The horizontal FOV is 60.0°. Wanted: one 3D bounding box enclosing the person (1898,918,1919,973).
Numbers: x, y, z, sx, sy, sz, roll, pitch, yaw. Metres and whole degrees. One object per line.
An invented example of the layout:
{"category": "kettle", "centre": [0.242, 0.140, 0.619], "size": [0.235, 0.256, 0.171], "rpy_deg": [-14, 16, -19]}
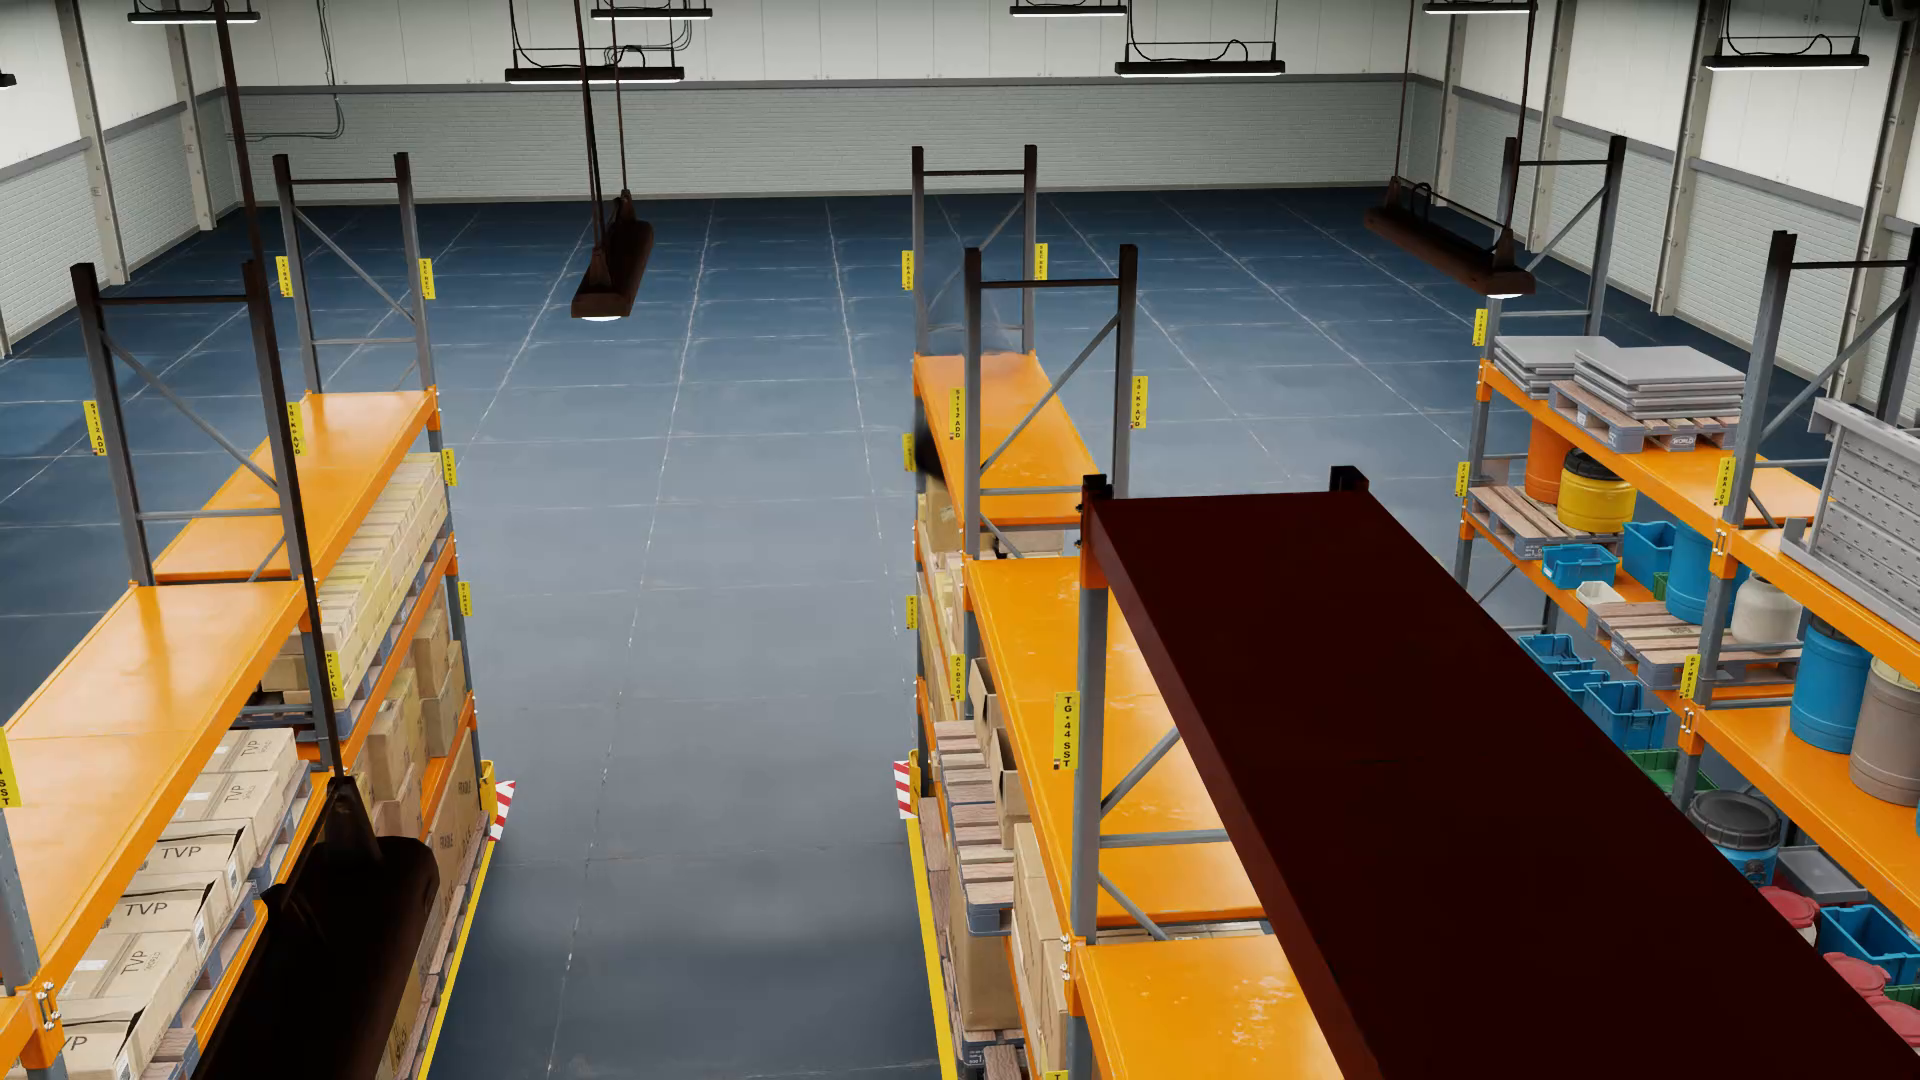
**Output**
{"category": "person", "centre": [7.540, 2.615, 12.816], "size": [0.592, 1.629, 0.577], "rpy_deg": [-3, 22, -6]}
